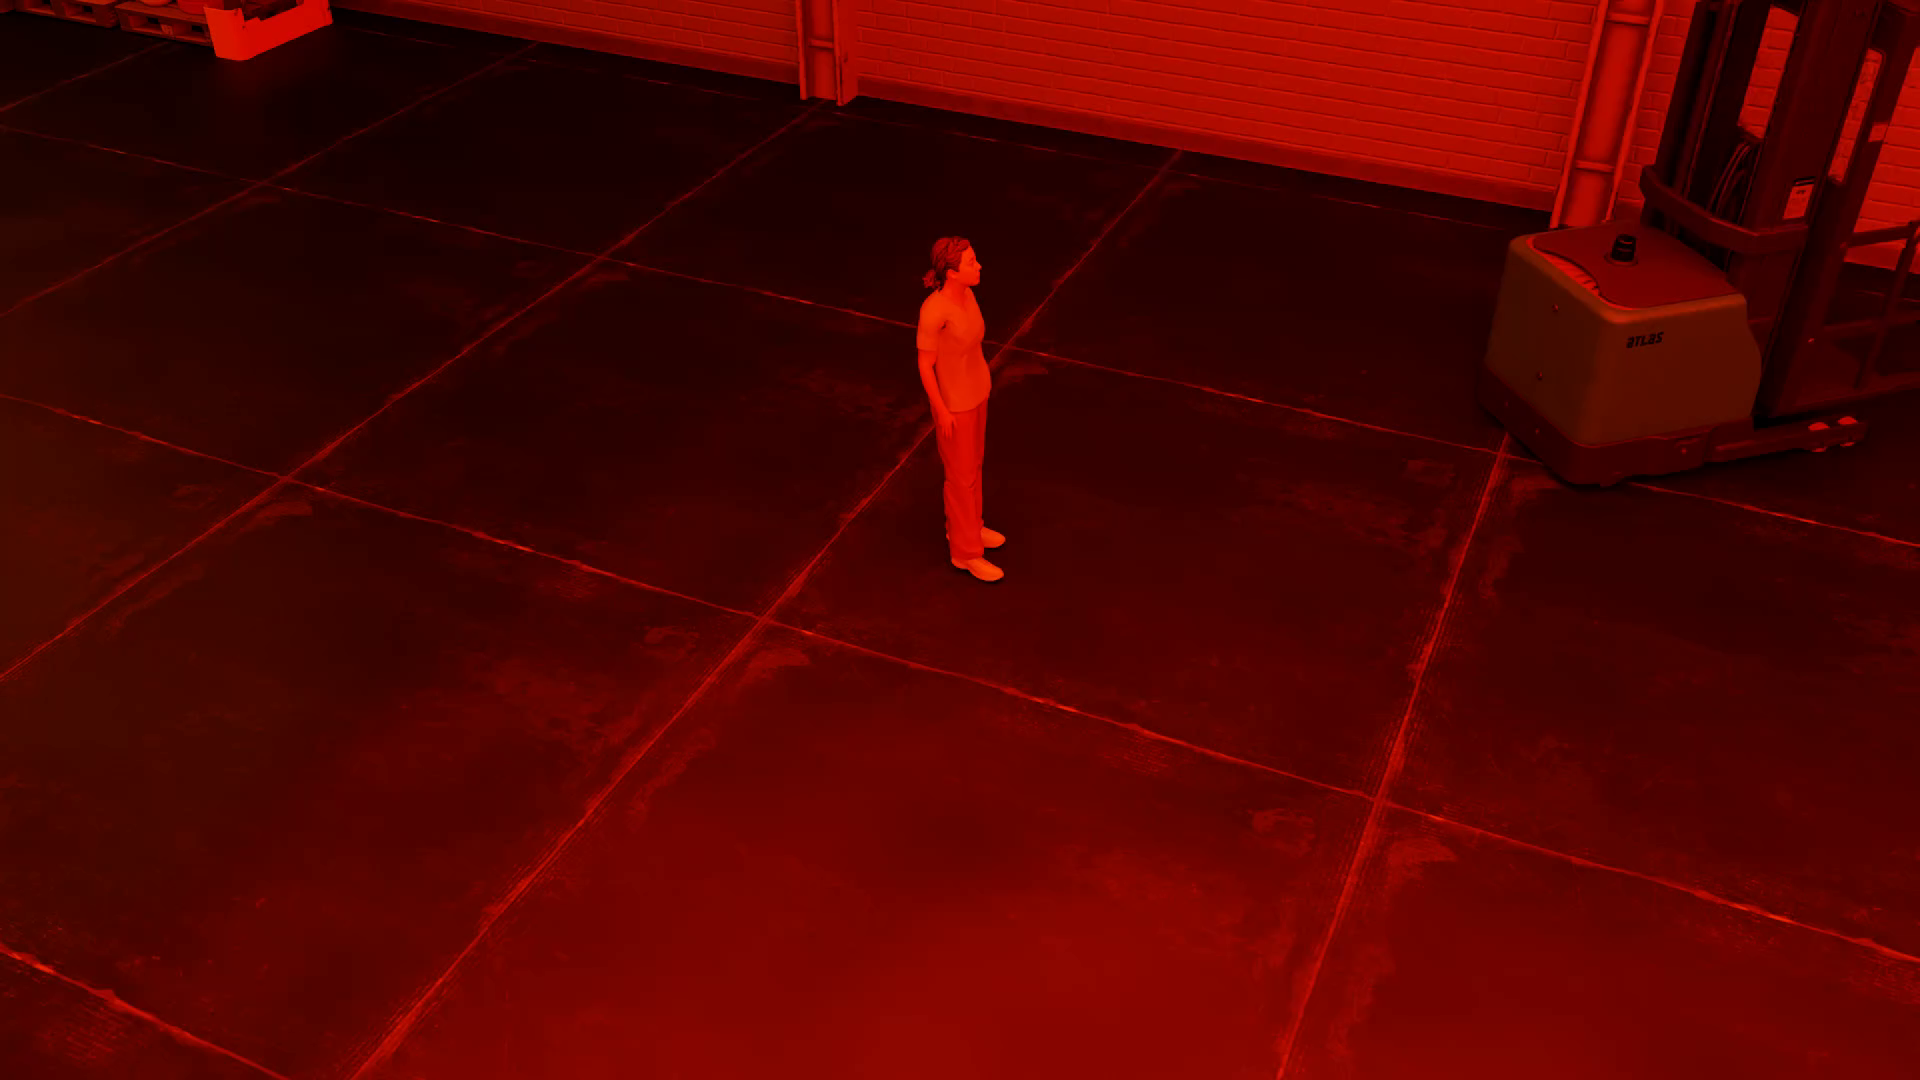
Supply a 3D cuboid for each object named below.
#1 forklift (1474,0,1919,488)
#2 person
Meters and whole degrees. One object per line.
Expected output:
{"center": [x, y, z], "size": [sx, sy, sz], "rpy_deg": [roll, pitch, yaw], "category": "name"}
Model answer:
{"center": [4.558, -1.966, 8.843], "size": [3.031, 2.935, 1.130], "rpy_deg": [-10, 37, -14], "category": "forklift"}
{"center": [0.063, -0.664, 8.087], "size": [0.548, 1.672, 0.554], "rpy_deg": [15, 38, 20], "category": "person"}
